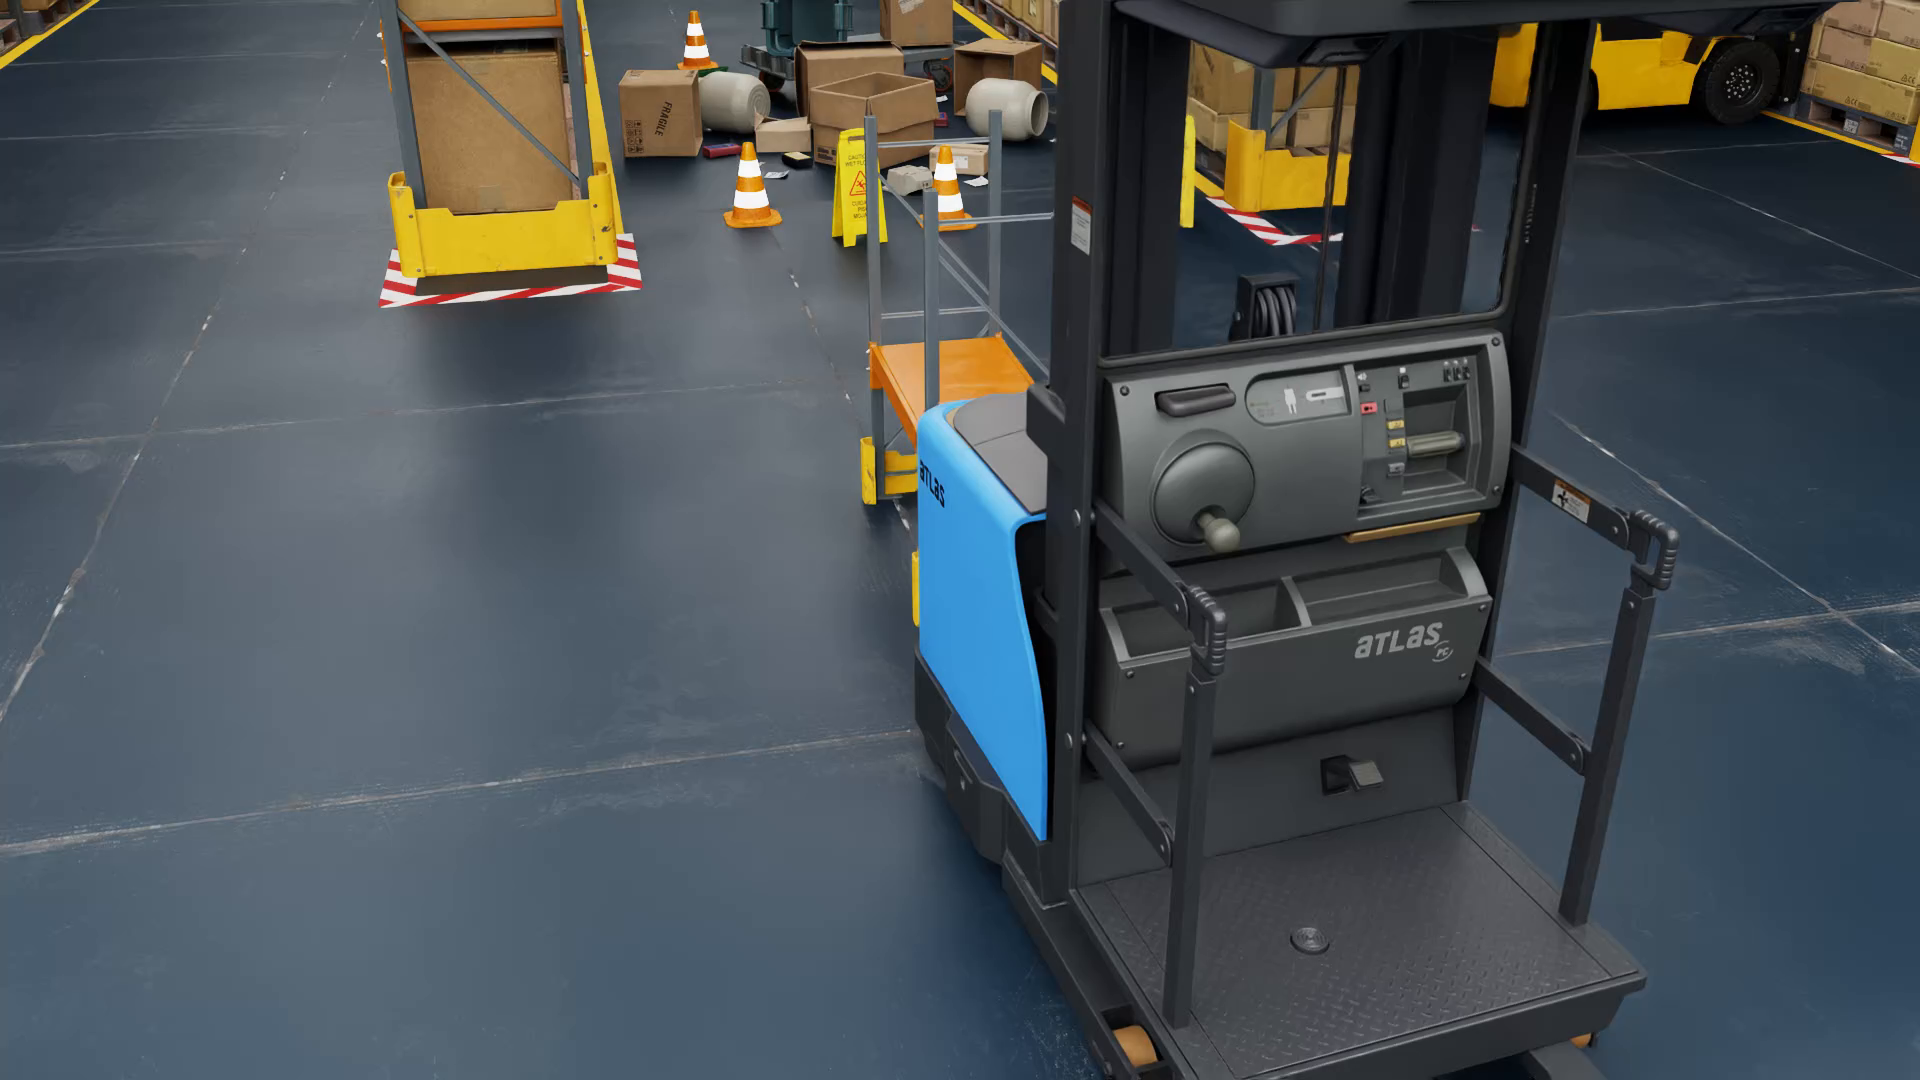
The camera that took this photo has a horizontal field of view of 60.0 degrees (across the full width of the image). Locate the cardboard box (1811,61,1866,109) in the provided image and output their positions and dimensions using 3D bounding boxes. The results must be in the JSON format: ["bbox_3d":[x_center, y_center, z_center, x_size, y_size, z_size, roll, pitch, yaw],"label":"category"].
[{"bbox_3d":[6.594,-3.318,12.081,0.500,0.250,0.500,-6,27,-12],"label":"cardboard box"}]

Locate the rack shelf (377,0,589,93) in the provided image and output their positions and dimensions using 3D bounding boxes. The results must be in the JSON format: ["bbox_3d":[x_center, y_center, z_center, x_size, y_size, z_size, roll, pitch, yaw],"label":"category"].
[{"bbox_3d":[-2.975,-3.469,10.593,1.077,0.370,4.000,-6,27,-12],"label":"rack shelf"}]

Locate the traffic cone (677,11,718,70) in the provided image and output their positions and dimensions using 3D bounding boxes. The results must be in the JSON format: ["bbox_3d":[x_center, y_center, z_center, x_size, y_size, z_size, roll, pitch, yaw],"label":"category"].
[{"bbox_3d":[-2.257,-4.278,14.212,0.336,0.463,0.334,-6,27,-12],"label":"traffic cone"}]

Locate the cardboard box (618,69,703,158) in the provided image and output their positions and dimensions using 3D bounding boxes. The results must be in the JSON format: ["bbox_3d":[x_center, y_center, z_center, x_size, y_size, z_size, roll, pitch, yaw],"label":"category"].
[{"bbox_3d":[-2.077,-2.976,11.589,0.500,0.500,0.500,-1,27,-3],"label":"cardboard box"}]

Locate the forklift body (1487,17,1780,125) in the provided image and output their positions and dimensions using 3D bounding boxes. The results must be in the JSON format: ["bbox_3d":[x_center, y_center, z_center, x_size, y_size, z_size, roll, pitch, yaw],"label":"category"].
[{"bbox_3d":[4.906,-4.233,12.250,2.313,2.155,1.214,-6,27,-12],"label":"forklift body"}]

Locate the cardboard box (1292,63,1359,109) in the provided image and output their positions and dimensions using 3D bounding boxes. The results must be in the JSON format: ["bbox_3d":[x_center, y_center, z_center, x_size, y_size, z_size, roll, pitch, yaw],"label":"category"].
[{"bbox_3d":[2.357,-3.147,10.909,0.500,0.500,0.500,-7,28,-13],"label":"cardboard box"}]

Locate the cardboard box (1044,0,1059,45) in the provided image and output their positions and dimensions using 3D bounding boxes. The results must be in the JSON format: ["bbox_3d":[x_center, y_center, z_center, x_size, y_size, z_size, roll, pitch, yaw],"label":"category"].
[{"bbox_3d":[1.253,-4.460,14.207,0.950,0.372,0.625,-6,27,-11],"label":"cardboard box"}]

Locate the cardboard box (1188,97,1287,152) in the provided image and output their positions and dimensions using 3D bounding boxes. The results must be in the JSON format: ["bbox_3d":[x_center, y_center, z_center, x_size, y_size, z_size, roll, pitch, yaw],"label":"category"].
[{"bbox_3d":[1.825,-2.757,10.970,0.500,0.250,0.500,-6,27,-12],"label":"cardboard box"}]

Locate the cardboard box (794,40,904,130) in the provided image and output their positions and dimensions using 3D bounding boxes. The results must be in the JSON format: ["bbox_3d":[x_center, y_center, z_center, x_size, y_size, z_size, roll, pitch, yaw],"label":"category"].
[{"bbox_3d":[-0.806,-3.329,12.137,0.797,0.637,0.503,-6,27,-12],"label":"cardboard box"}]

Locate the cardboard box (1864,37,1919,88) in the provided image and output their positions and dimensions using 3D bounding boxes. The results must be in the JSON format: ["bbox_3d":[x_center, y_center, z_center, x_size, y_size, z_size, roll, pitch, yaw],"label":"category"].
[{"bbox_3d":[6.696,-3.330,11.549,0.500,0.250,0.500,-6,27,-12],"label":"cardboard box"}]

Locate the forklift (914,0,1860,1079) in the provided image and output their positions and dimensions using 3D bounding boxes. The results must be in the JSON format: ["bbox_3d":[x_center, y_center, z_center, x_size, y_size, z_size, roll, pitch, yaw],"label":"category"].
[{"bbox_3d":[0.828,-0.172,3.337,1.130,2.935,3.031,-9,28,-17],"label":"forklift"}]

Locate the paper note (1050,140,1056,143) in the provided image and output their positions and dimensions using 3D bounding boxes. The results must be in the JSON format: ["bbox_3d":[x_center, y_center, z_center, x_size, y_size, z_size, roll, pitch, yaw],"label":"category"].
[{"bbox_3d":[0.739,-2.857,11.877,0.142,0.019,0.148,-16,31,-29],"label":"paper note"}]

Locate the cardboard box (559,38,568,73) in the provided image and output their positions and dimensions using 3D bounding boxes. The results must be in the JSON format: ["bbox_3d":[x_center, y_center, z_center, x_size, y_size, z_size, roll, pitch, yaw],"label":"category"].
[{"bbox_3d":[-3.654,-4.115,13.104,1.050,0.750,0.750,-6,27,-12],"label":"cardboard box"}]

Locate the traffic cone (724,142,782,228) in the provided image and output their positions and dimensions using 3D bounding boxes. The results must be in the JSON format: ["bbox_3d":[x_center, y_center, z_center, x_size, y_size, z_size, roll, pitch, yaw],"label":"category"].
[{"bbox_3d":[-1.261,-2.157,10.010,0.336,0.463,0.334,-6,27,-12],"label":"traffic cone"}]

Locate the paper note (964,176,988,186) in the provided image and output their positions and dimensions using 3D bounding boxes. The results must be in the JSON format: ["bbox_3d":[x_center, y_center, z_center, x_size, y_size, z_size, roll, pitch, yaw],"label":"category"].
[{"bbox_3d":[0.123,-2.347,10.866,0.148,0.019,0.142,-16,31,-29],"label":"paper note"}]

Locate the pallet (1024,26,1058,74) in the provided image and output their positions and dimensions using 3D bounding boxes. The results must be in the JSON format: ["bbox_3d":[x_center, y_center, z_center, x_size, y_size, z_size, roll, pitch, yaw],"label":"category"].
[{"bbox_3d":[1.197,-4.312,14.559,1.003,0.211,1.213,-6,27,-12],"label":"pallet"}]

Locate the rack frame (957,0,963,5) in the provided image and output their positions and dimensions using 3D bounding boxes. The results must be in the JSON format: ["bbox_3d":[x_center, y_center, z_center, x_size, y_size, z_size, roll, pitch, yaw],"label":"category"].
[{"bbox_3d":[0.472,-6.971,16.733,1.000,3.000,0.127,-6,27,-12],"label":"rack frame"}]

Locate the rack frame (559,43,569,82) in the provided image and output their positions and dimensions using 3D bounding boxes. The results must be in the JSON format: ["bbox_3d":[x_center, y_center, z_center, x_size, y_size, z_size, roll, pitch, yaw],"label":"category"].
[{"bbox_3d":[-3.426,-4.668,12.170,1.000,3.000,0.127,-6,27,-12],"label":"rack frame"}]

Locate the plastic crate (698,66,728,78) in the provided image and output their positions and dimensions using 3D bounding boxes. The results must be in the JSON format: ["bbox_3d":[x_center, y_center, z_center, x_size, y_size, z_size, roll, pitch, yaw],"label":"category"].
[{"bbox_3d":[-2.111,-3.495,12.903,0.450,0.188,0.662,-2,25,20],"label":"plastic crate"}]

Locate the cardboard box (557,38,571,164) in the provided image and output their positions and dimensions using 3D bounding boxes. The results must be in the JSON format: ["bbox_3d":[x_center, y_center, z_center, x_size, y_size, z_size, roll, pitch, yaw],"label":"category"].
[{"bbox_3d":[-2.942,-2.828,10.417,0.875,0.875,0.875,-6,27,-12],"label":"cardboard box"}]

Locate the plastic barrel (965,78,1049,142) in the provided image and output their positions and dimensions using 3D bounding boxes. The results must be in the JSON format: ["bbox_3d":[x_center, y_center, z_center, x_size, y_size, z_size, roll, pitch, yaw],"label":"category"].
[{"bbox_3d":[0.335,-3.062,11.847,0.512,0.421,0.421,13,30,24],"label":"plastic barrel"}]

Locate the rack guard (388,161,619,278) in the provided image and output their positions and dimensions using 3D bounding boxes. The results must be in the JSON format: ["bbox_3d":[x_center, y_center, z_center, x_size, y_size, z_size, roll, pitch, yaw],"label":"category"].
[{"bbox_3d":[-2.519,-1.786,9.233,1.175,0.500,0.348,-6,27,-12],"label":"rack guard"}]

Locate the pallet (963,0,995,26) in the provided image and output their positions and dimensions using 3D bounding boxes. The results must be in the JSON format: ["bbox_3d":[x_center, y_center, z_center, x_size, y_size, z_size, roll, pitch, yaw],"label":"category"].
[{"bbox_3d":[0.647,-5.383,16.681,1.003,0.211,1.213,-6,27,-12],"label":"pallet"}]

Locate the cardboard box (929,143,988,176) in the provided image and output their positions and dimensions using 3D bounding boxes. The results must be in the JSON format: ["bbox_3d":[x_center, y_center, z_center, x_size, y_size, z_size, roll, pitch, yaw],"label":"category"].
[{"bbox_3d":[0.012,-2.557,11.150,0.380,0.149,0.250,8,28,15],"label":"cardboard box"}]

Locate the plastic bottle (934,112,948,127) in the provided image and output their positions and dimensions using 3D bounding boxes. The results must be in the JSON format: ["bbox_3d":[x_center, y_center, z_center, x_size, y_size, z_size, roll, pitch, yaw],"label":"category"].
[{"bbox_3d":[-0.163,-3.147,12.416,0.133,0.061,0.283,-1,27,-3],"label":"plastic bottle"}]

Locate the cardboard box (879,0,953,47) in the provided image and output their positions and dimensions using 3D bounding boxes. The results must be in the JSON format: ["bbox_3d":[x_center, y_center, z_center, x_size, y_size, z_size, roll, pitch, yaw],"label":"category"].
[{"bbox_3d":[-0.354,-4.244,13.262,0.500,0.500,0.500,-6,27,-12],"label":"cardboard box"}]

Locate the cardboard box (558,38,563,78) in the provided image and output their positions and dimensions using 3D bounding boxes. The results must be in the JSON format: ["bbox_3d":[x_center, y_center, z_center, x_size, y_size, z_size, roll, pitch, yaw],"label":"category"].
[{"bbox_3d":[-3.353,-3.624,11.993,0.875,0.875,0.875,-6,27,-11],"label":"cardboard box"}]

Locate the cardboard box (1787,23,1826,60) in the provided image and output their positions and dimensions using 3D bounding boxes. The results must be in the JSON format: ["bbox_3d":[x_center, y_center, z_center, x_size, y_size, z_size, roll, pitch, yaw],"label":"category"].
[{"bbox_3d":[6.457,-3.776,12.433,0.500,0.250,0.500,-7,28,-13],"label":"cardboard box"}]

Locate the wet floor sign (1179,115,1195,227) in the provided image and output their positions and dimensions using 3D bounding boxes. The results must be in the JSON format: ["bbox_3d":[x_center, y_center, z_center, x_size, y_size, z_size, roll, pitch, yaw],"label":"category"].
[{"bbox_3d":[1.275,-2.216,9.925,0.267,0.644,0.232,3,27,6],"label":"wet floor sign"}]

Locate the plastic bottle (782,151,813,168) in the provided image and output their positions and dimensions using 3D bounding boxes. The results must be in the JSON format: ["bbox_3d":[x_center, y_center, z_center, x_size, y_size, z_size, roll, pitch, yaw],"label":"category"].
[{"bbox_3d":[-1.124,-2.595,11.323,0.133,0.061,0.283,-16,31,-29],"label":"plastic bottle"}]

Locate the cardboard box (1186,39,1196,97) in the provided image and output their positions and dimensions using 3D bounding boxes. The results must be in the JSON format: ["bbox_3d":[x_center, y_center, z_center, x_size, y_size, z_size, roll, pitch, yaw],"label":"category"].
[{"bbox_3d":[1.720,-3.308,11.228,0.500,0.500,0.500,-5,27,-10],"label":"cardboard box"}]

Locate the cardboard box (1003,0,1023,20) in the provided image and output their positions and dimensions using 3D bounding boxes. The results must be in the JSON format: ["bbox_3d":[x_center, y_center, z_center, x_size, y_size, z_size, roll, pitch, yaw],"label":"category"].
[{"bbox_3d":[0.929,-5.080,15.436,0.950,0.372,0.625,-5,27,-10],"label":"cardboard box"}]

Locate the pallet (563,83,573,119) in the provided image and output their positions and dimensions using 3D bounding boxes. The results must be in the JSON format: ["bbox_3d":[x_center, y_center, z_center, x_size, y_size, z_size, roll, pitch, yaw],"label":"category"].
[{"bbox_3d":[-3.331,-3.082,12.121,1.003,0.211,1.213,-6,27,-12],"label":"pallet"}]

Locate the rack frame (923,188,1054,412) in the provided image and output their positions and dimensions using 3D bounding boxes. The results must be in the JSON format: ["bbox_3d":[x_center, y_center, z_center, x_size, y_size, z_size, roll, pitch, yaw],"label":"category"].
[{"bbox_3d":[0.134,-0.409,5.396,0.500,1.500,0.032,-6,27,-12],"label":"rack frame"}]

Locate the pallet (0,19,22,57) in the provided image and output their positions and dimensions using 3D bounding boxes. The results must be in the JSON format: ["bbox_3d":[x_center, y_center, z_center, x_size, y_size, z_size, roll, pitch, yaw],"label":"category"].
[{"bbox_3d":[-9.008,-4.377,14.688,1.003,0.211,1.213,-6,27,-12],"label":"pallet"}]

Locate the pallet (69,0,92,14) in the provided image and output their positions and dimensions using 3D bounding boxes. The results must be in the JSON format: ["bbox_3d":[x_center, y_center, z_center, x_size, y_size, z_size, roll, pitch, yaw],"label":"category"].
[{"bbox_3d":[-9.559,-5.608,17.127,1.003,0.211,1.213,-6,27,-12],"label":"pallet"}]

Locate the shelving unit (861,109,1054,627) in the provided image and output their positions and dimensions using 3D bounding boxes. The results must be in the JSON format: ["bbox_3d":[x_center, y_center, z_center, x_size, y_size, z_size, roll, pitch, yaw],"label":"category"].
[{"bbox_3d":[0.017,-0.636,5.846,0.587,1.500,1.083,-6,27,-12],"label":"shelving unit"}]

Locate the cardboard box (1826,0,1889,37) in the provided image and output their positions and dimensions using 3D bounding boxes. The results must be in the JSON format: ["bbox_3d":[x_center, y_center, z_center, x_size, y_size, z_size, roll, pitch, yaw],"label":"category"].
[{"bbox_3d":[6.582,-3.765,11.857,0.500,0.250,0.500,-5,27,-11],"label":"cardboard box"}]

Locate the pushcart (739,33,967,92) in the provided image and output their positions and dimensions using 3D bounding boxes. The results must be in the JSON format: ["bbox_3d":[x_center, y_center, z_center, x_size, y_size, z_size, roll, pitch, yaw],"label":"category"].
[{"bbox_3d":[-0.836,-3.791,13.343,1.648,0.377,0.936,-16,31,-29],"label":"pushcart"}]

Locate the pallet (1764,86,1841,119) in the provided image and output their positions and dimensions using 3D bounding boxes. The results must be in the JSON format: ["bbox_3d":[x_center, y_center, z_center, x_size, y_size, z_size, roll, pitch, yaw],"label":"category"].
[{"bbox_3d":[6.626,-3.586,13.121,1.003,0.211,1.213,-6,27,-12],"label":"pallet"}]

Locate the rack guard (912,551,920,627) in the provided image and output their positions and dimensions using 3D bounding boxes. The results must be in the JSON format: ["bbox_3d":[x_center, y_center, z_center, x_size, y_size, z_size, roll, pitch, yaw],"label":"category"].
[{"bbox_3d":[0.129,0.140,5.694,0.587,0.250,0.087,-6,27,-12],"label":"rack guard"}]

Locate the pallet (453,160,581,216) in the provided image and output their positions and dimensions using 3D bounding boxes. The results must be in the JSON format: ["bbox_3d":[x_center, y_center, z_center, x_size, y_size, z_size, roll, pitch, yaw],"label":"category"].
[{"bbox_3d":[-2.781,-2.011,9.999,1.003,0.211,1.213,-6,27,-12],"label":"pallet"}]

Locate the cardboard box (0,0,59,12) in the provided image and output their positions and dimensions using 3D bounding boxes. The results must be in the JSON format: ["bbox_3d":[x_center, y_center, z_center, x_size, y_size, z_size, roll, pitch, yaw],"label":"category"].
[{"bbox_3d":[-9.318,-5.509,15.728,1.225,0.875,0.875,-7,28,-14],"label":"cardboard box"}]
